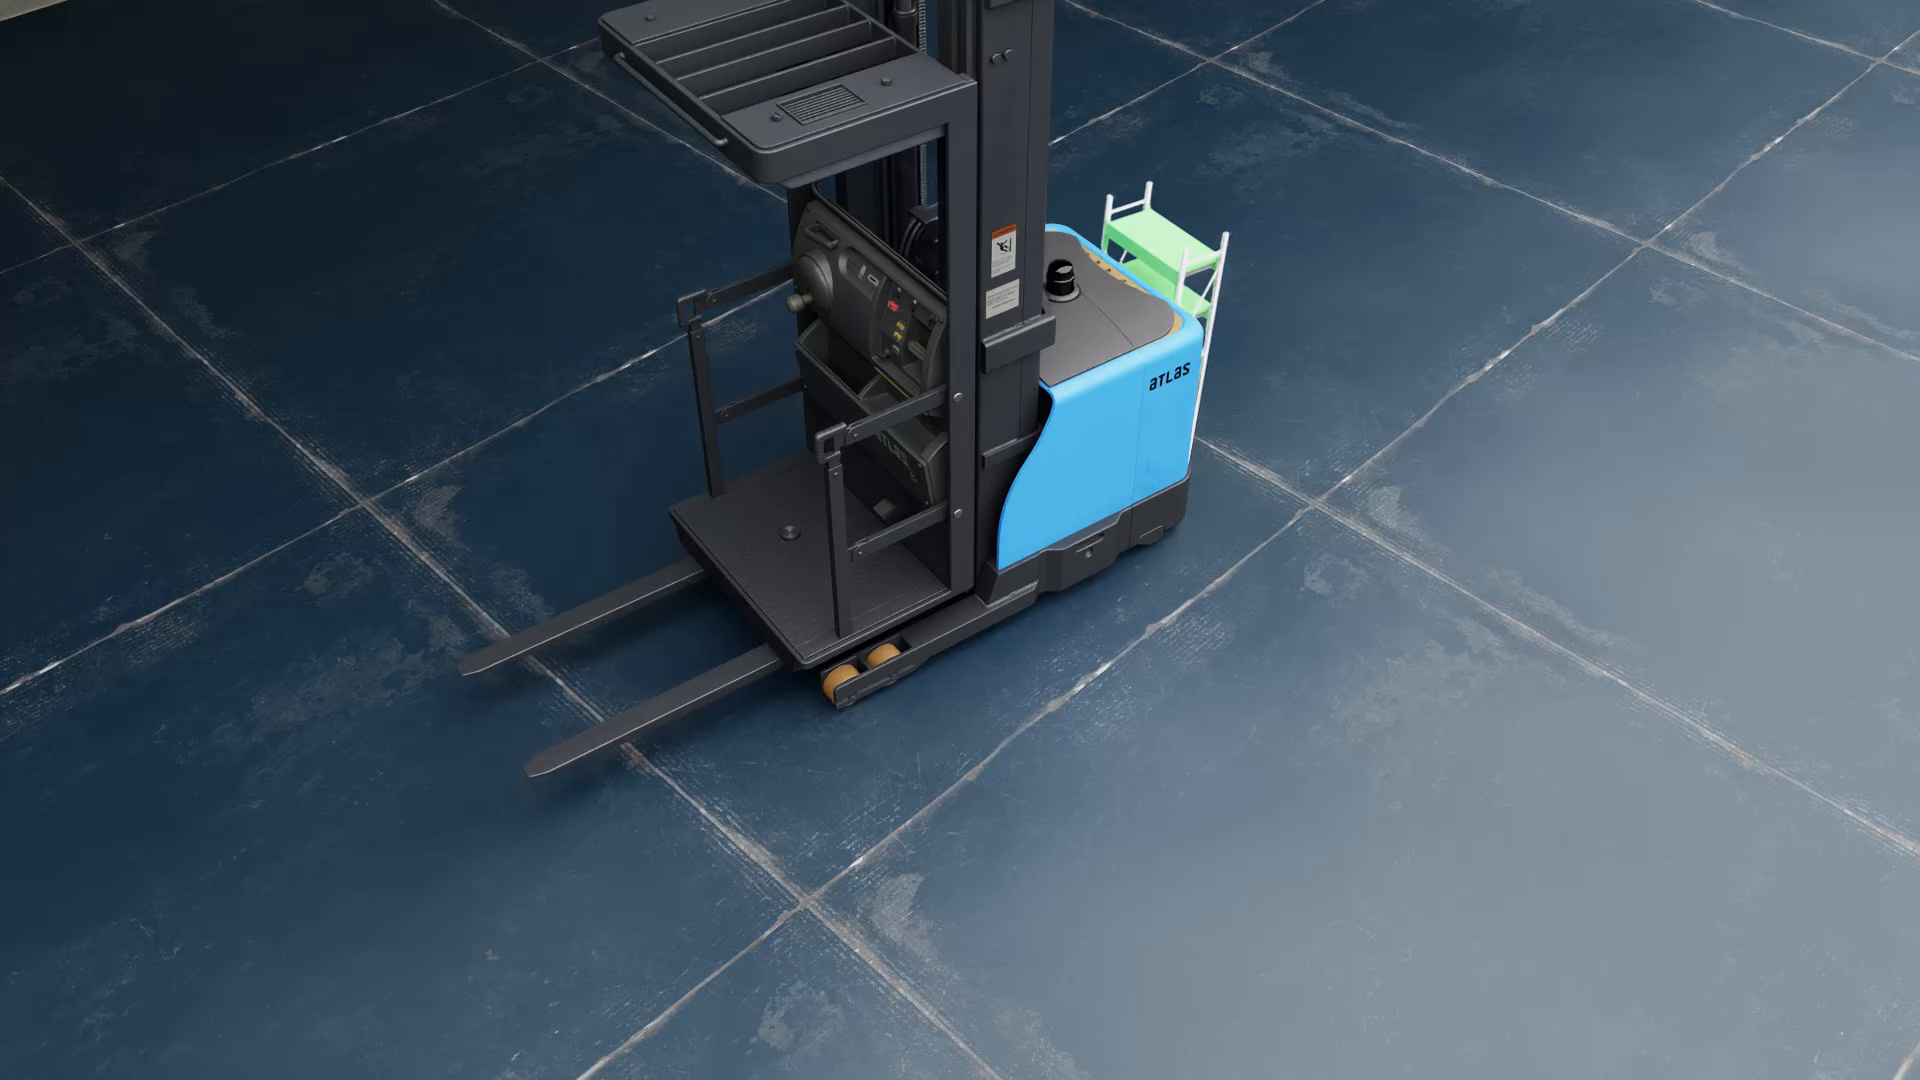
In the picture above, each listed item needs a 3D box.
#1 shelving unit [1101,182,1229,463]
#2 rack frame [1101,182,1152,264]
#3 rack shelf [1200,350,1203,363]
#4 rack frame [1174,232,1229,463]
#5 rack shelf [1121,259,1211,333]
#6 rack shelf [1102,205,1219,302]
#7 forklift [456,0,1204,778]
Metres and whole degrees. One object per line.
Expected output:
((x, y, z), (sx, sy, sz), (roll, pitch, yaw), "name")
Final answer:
((0.837, -0.907, 7.337), (0.258, 1.200, 0.503), (-23, 47, -28), "shelving unit")
((0.696, -1.043, 7.483), (0.240, 1.200, 0.015), (-23, 47, -28), "rack frame")
((0.834, -0.859, 7.379), (0.258, 0.148, 0.480), (-23, 47, -28), "rack shelf")
((0.978, -0.772, 7.191), (0.240, 1.200, 0.015), (-23, 47, -28), "rack frame")
((0.845, -1.040, 7.222), (0.258, 0.148, 0.480), (-23, 47, -28), "rack shelf")
((0.857, -1.222, 7.065), (0.258, 0.148, 0.480), (-23, 47, -28), "rack shelf")
((-0.510, -0.832, 5.991), (3.031, 2.935, 1.130), (-26, 49, -25), "forklift")
